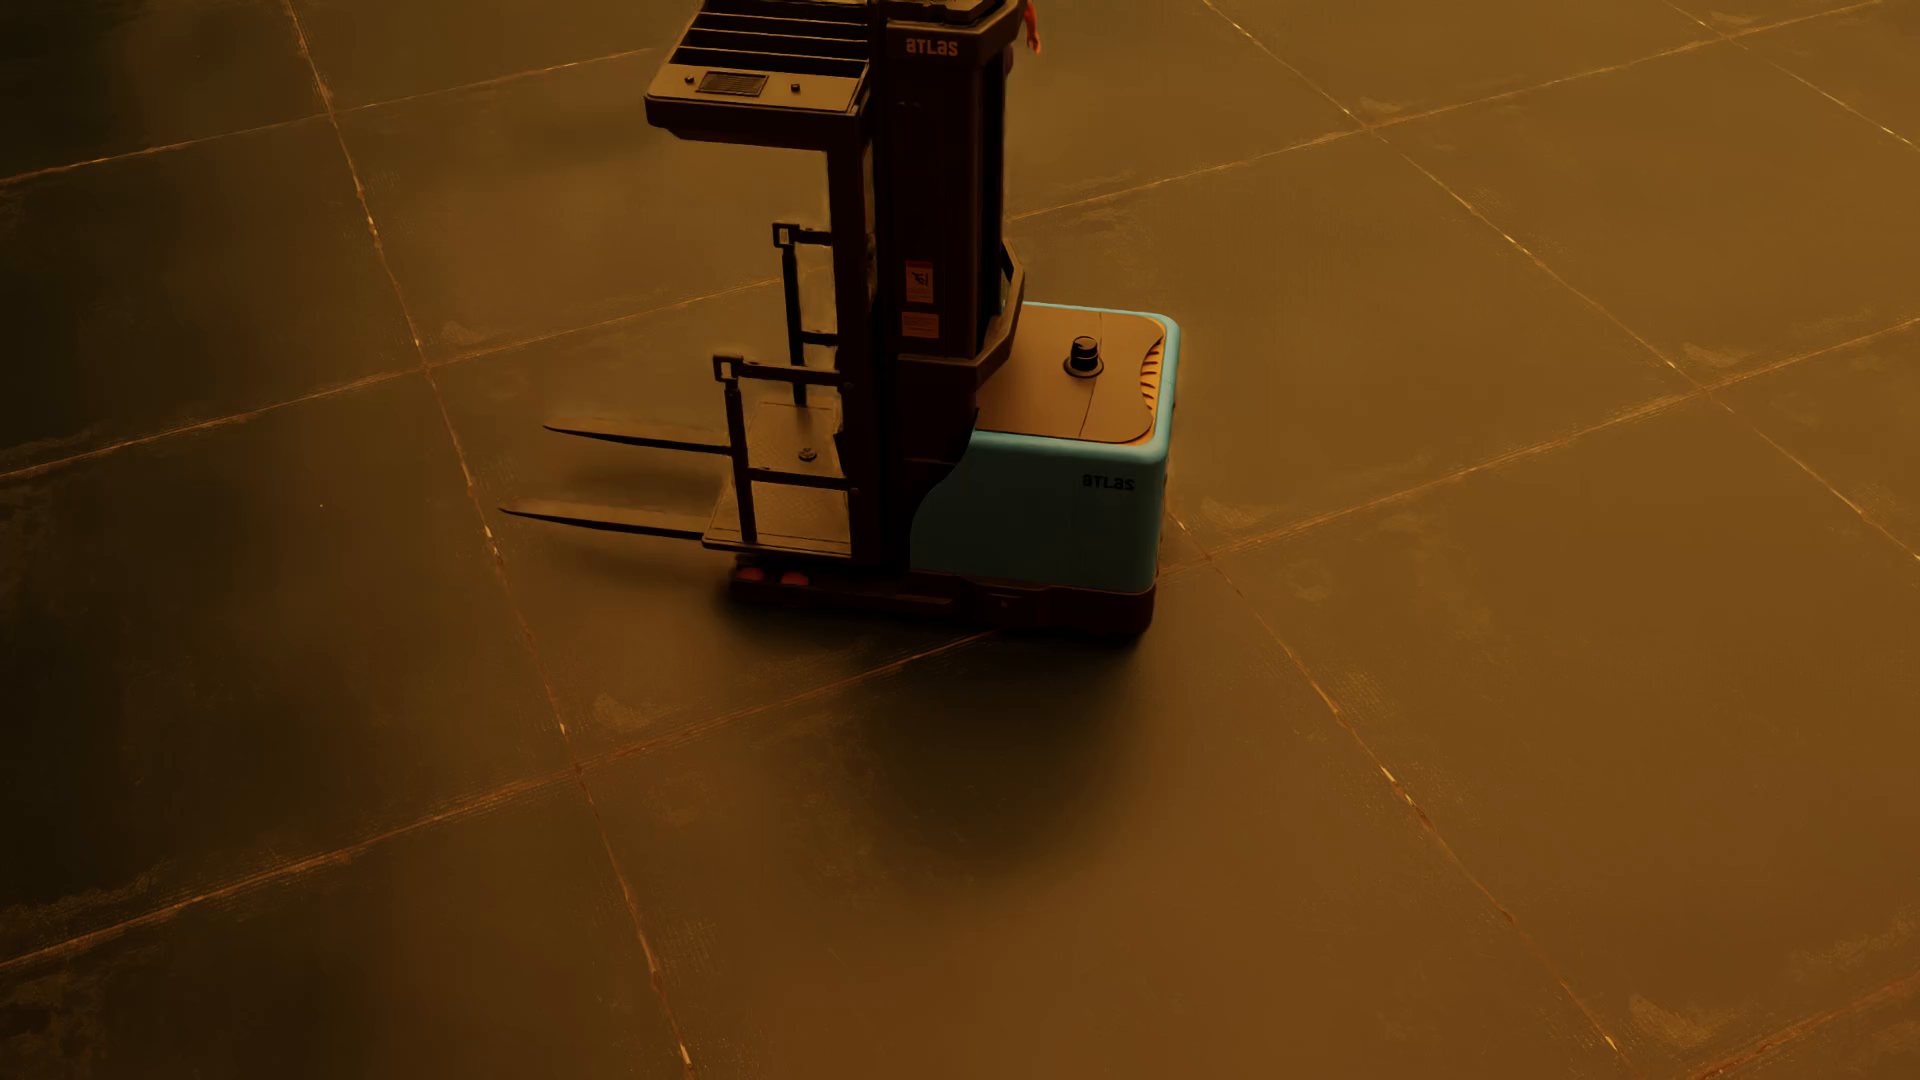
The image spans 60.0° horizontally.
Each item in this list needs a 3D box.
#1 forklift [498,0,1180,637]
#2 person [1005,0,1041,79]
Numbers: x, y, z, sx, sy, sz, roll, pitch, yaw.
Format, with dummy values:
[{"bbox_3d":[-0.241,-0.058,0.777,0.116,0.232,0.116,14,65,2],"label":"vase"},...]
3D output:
[{"bbox_3d":[-0.584,-1.115,6.875,3.031,2.935,1.130,6,43,7],"label":"forklift"},{"bbox_3d":[0.070,-2.822,9.707,0.880,1.680,0.491,-15,45,-16],"label":"person"}]
